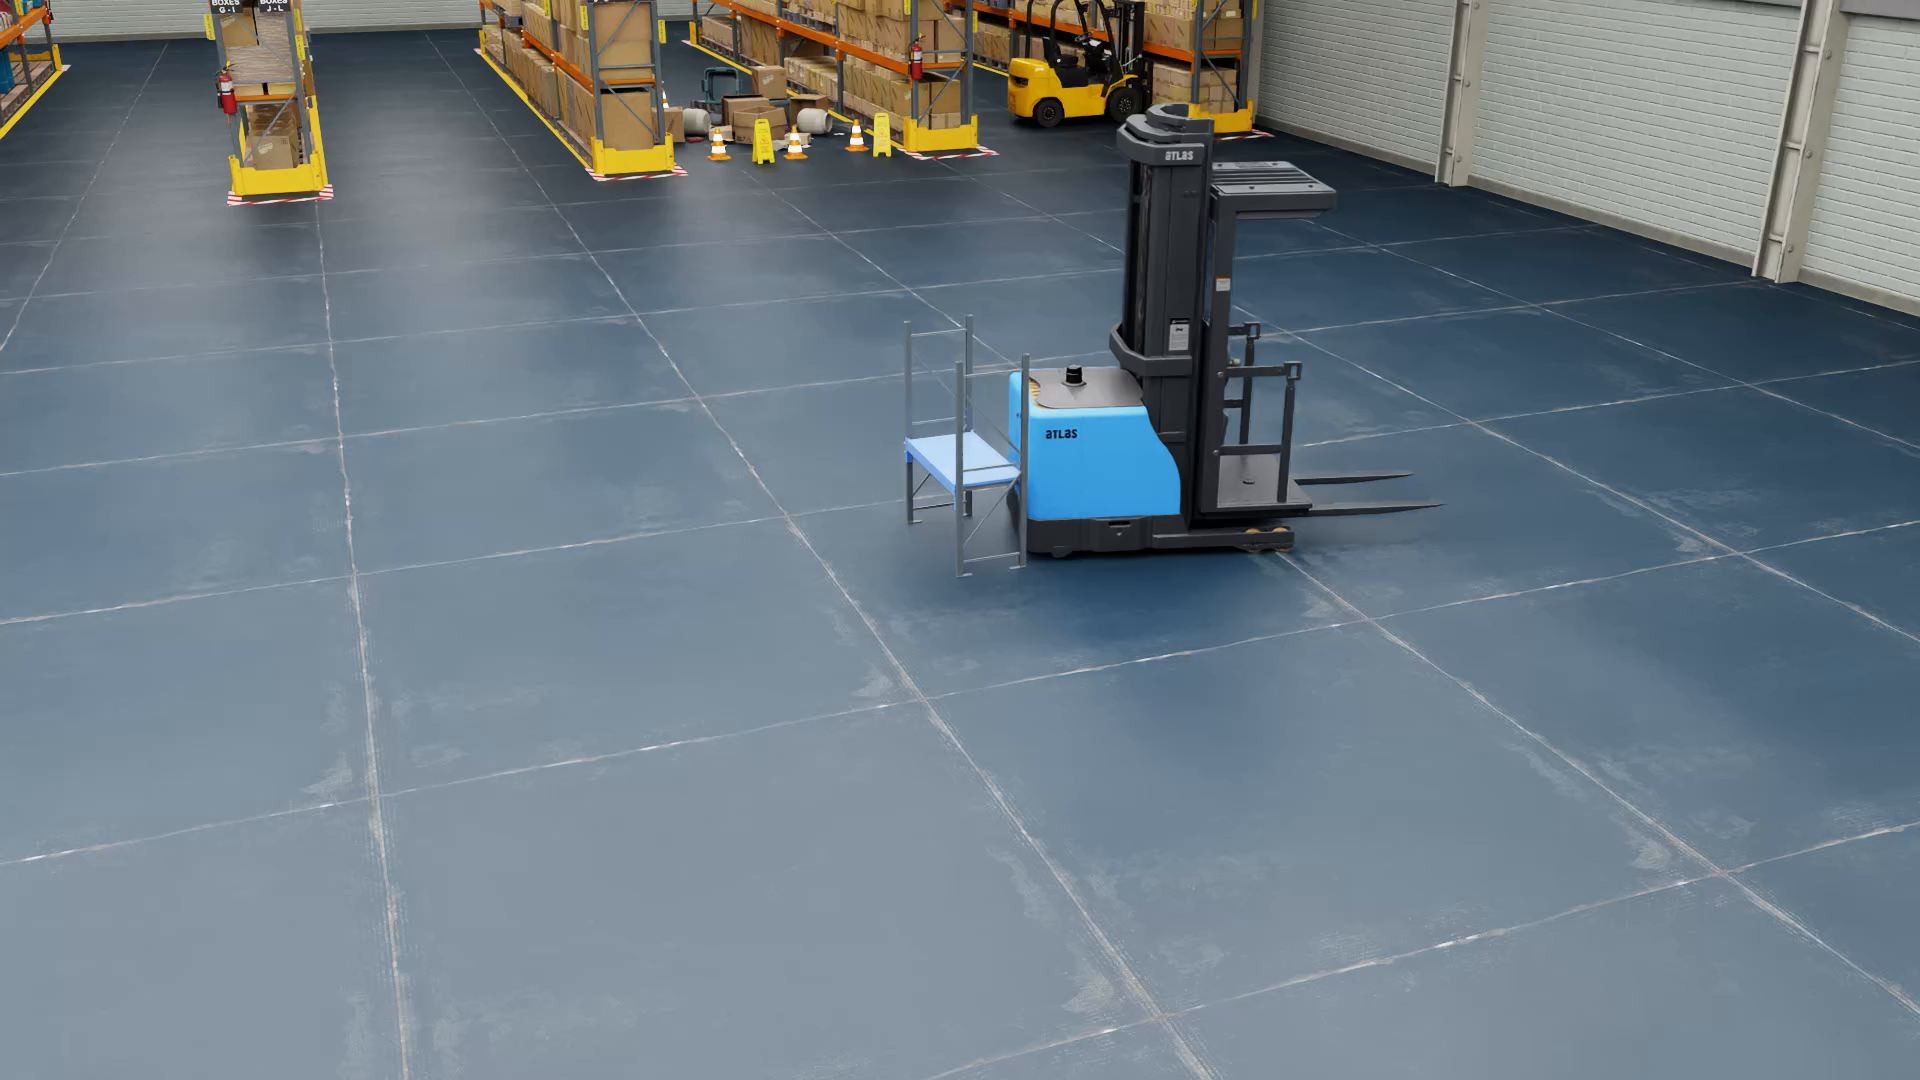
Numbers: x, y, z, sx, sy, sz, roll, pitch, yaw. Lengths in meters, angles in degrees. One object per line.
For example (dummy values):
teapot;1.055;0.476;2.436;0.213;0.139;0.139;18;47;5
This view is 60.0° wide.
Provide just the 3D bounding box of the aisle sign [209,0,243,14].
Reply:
aisle sign;-9.814;-7.413;22.128;0.394;0.787;0.004;-8;24;-19

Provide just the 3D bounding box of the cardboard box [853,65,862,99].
cardboard box;-1.541;-7.919;28.711;0.500;0.500;0.500;-7;24;-17

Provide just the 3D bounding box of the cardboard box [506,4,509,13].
cardboard box;-8.487;-10.207;31.887;0.380;0.149;0.250;-8;24;-18

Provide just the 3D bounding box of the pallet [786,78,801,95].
pallet;-2.835;-8.976;32.774;1.003;0.211;1.213;-8;24;-19

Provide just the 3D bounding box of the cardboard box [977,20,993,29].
cardboard box;0.517;-11.389;36.751;0.380;0.149;0.250;-7;24;-17

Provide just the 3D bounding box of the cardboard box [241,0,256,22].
cardboard box;-10.337;-7.451;23.767;0.500;0.500;0.500;-8;24;-19

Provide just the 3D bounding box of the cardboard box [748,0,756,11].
cardboard box;-4.096;-11.174;34.592;0.500;0.250;0.500;-9;24;-20

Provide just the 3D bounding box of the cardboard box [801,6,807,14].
cardboard box;-2.811;-10.086;31.601;0.380;0.149;0.250;-7;24;-16

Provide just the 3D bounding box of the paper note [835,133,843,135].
paper note;-2.020;-6.808;27.864;0.142;0.019;0.148;-18;29;-37

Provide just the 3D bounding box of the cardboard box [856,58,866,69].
cardboard box;-1.570;-8.171;28.473;0.380;0.149;0.250;-7;24;-17

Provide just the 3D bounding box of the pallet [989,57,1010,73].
pallet;1.304;-10.219;35.723;1.003;0.211;1.213;-8;24;-19

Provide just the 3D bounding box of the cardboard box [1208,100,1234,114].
cardboard box;4.368;-7.452;28.569;0.500;0.250;0.500;-8;24;-19

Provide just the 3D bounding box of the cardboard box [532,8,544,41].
cardboard box;-7.265;-9.126;29.411;0.500;0.500;0.500;-9;24;-20

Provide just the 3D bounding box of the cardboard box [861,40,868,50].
cardboard box;-1.443;-8.351;28.025;0.380;0.149;0.250;-8;24;-19

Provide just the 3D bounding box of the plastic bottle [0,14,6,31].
plastic bottle;-17.732;-9.580;30.681;0.144;0.351;0.185;-8;24;-19

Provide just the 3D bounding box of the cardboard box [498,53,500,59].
cardboard box;-9.743;-10.451;35.814;0.380;0.149;0.250;-9;25;-21

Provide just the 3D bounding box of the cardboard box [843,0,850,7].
cardboard box;-1.584;-9.357;28.290;0.700;0.500;0.500;-8;24;-19

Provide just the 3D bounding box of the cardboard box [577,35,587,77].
cardboard box;-5.267;-7.317;25.055;0.875;0.550;0.550;-8;24;-19

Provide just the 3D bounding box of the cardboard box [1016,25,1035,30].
cardboard box;1.408;-10.980;35.781;0.380;0.149;0.250;-8;24;-18

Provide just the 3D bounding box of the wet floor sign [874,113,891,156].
wet floor sign;-1.218;-6.337;25.955;0.267;0.644;0.232;0;23;-1

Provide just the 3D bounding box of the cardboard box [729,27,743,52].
cardboard box;-4.644;-11.254;37.347;0.875;0.438;0.875;-9;24;-20

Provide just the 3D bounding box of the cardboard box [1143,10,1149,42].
cardboard box;3.395;-9.066;29.270;0.500;0.500;0.500;-8;24;-19

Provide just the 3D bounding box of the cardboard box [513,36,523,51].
cardboard box;-8.546;-9.798;32.846;0.500;0.250;0.500;-8;24;-18

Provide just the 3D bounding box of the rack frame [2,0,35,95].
rack frame;-18.428;-9.959;31.517;1.000;3.000;0.127;-8;24;-19

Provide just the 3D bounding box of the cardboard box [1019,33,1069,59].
cardboard box;1.740;-10.098;34.363;0.875;0.625;0.625;-8;24;-17

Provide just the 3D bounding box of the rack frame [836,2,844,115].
rack frame;-1.697;-9.092;29.458;1.000;3.000;0.127;-8;24;-19

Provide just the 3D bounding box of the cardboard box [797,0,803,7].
cardboard box;-2.783;-10.346;31.382;0.500;0.500;0.500;-8;24;-18

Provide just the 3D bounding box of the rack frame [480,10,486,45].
rack frame;-10.531;-12.736;38.105;1.000;3.000;0.127;-8;24;-19

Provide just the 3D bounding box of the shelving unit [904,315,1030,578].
shelving unit;0.030;-0.660;11.385;0.538;1.500;1.048;-8;24;-19

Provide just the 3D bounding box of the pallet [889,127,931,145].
pallet;-0.565;-6.681;27.329;1.003;0.211;1.213;-8;24;-19

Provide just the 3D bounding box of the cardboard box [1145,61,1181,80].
cardboard box;3.531;-8.199;29.053;0.500;0.250;0.500;-8;24;-18

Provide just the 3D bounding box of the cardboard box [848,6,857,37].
cardboard box;-1.603;-8.897;28.486;0.500;0.500;0.500;-8;24;-19

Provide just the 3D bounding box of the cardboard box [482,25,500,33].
cardboard box;-10.664;-11.653;37.899;0.380;0.149;0.250;-10;25;-21

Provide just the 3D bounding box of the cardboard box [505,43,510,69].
cardboard box;-9.105;-10.019;34.337;0.500;0.500;0.500;-7;24;-17

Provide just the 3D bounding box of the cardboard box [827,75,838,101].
cardboard box;-1.885;-8.264;30.338;0.950;0.372;0.625;-8;24;-18

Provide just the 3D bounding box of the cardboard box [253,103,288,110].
cardboard box;-10.864;-6.623;26.278;0.500;0.500;0.500;-9;25;-21

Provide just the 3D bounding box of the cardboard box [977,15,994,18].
cardboard box;0.617;-11.832;37.803;0.380;0.149;0.250;-8;24;-19

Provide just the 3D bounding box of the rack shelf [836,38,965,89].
rack shelf;-0.990;-8.033;27.874;1.077;0.370;4.000;-8;24;-19

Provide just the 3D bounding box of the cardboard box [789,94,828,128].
cardboard box;-2.591;-7.365;28.577;0.500;0.500;0.500;8;24;18

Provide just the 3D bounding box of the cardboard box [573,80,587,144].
cardboard box;-5.493;-6.693;25.964;0.875;0.875;0.875;-9;24;-20

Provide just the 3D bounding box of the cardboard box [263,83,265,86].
cardboard box;-10.196;-6.602;23.875;0.380;0.149;0.250;-8;24;-19

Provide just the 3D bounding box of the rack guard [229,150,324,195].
rack guard;-9.582;-5.154;23.335;1.175;0.500;0.348;-8;24;-19

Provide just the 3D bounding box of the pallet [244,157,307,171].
pallet;-9.836;-5.321;24.103;1.003;0.211;1.213;-8;24;-19

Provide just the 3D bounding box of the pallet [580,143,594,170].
pallet;-5.235;-5.917;25.517;1.003;0.211;1.213;-8;24;-19

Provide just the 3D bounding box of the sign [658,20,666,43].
sign;-4.358;-7.432;24.303;0.100;0.325;0.005;-8;24;-19

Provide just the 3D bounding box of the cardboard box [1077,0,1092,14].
cardboard box;2.533;-10.079;31.350;0.500;0.250;0.500;-9;24;-20

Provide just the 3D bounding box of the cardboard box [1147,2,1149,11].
cardboard box;3.494;-9.319;29.034;0.380;0.149;0.250;-9;24;-19

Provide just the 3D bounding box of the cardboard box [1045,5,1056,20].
cardboard box;2.004;-10.405;32.768;0.500;0.250;0.500;-8;24;-17

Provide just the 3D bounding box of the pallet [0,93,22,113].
pallet;-17.759;-7.944;30.326;1.003;0.211;1.213;-8;24;-19

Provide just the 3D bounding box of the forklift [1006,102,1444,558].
forklift;1.893;-1.461;11.443;3.031;2.935;1.130;-3;23;-6

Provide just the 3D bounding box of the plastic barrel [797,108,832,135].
plastic barrel;-2.430;-6.994;27.798;0.512;0.421;0.421;8;24;18
